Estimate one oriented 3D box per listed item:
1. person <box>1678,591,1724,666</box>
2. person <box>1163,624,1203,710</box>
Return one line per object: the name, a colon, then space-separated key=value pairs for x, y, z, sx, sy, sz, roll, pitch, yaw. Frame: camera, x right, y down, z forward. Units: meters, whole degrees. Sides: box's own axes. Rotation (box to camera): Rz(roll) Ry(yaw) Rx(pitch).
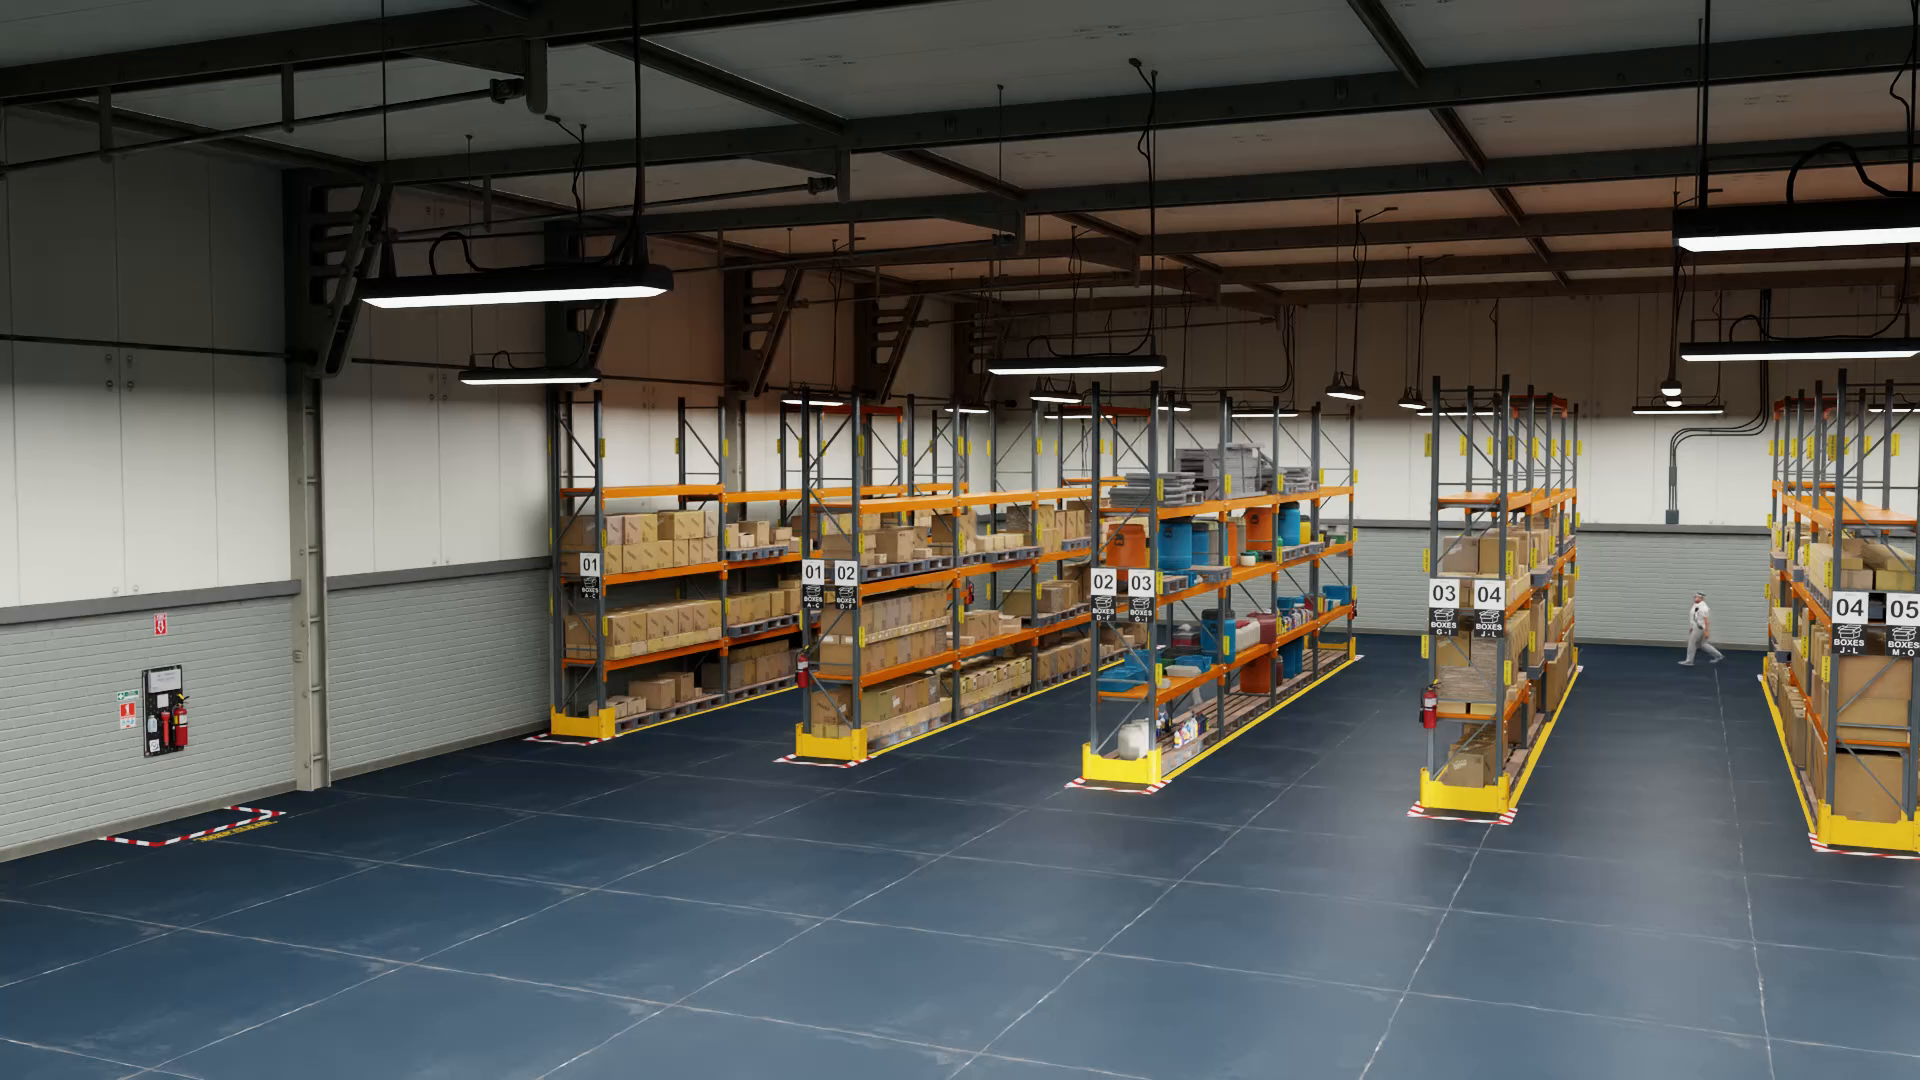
person: x=17.018 y=2.020 z=38.153 sx=0.986 sy=1.725 sz=0.534 roll=1 pitch=3 yaw=18
person: x=4.314 y=2.420 z=32.016 sx=0.916 sy=1.615 sz=0.508 roll=3 pitch=4 yaw=43
